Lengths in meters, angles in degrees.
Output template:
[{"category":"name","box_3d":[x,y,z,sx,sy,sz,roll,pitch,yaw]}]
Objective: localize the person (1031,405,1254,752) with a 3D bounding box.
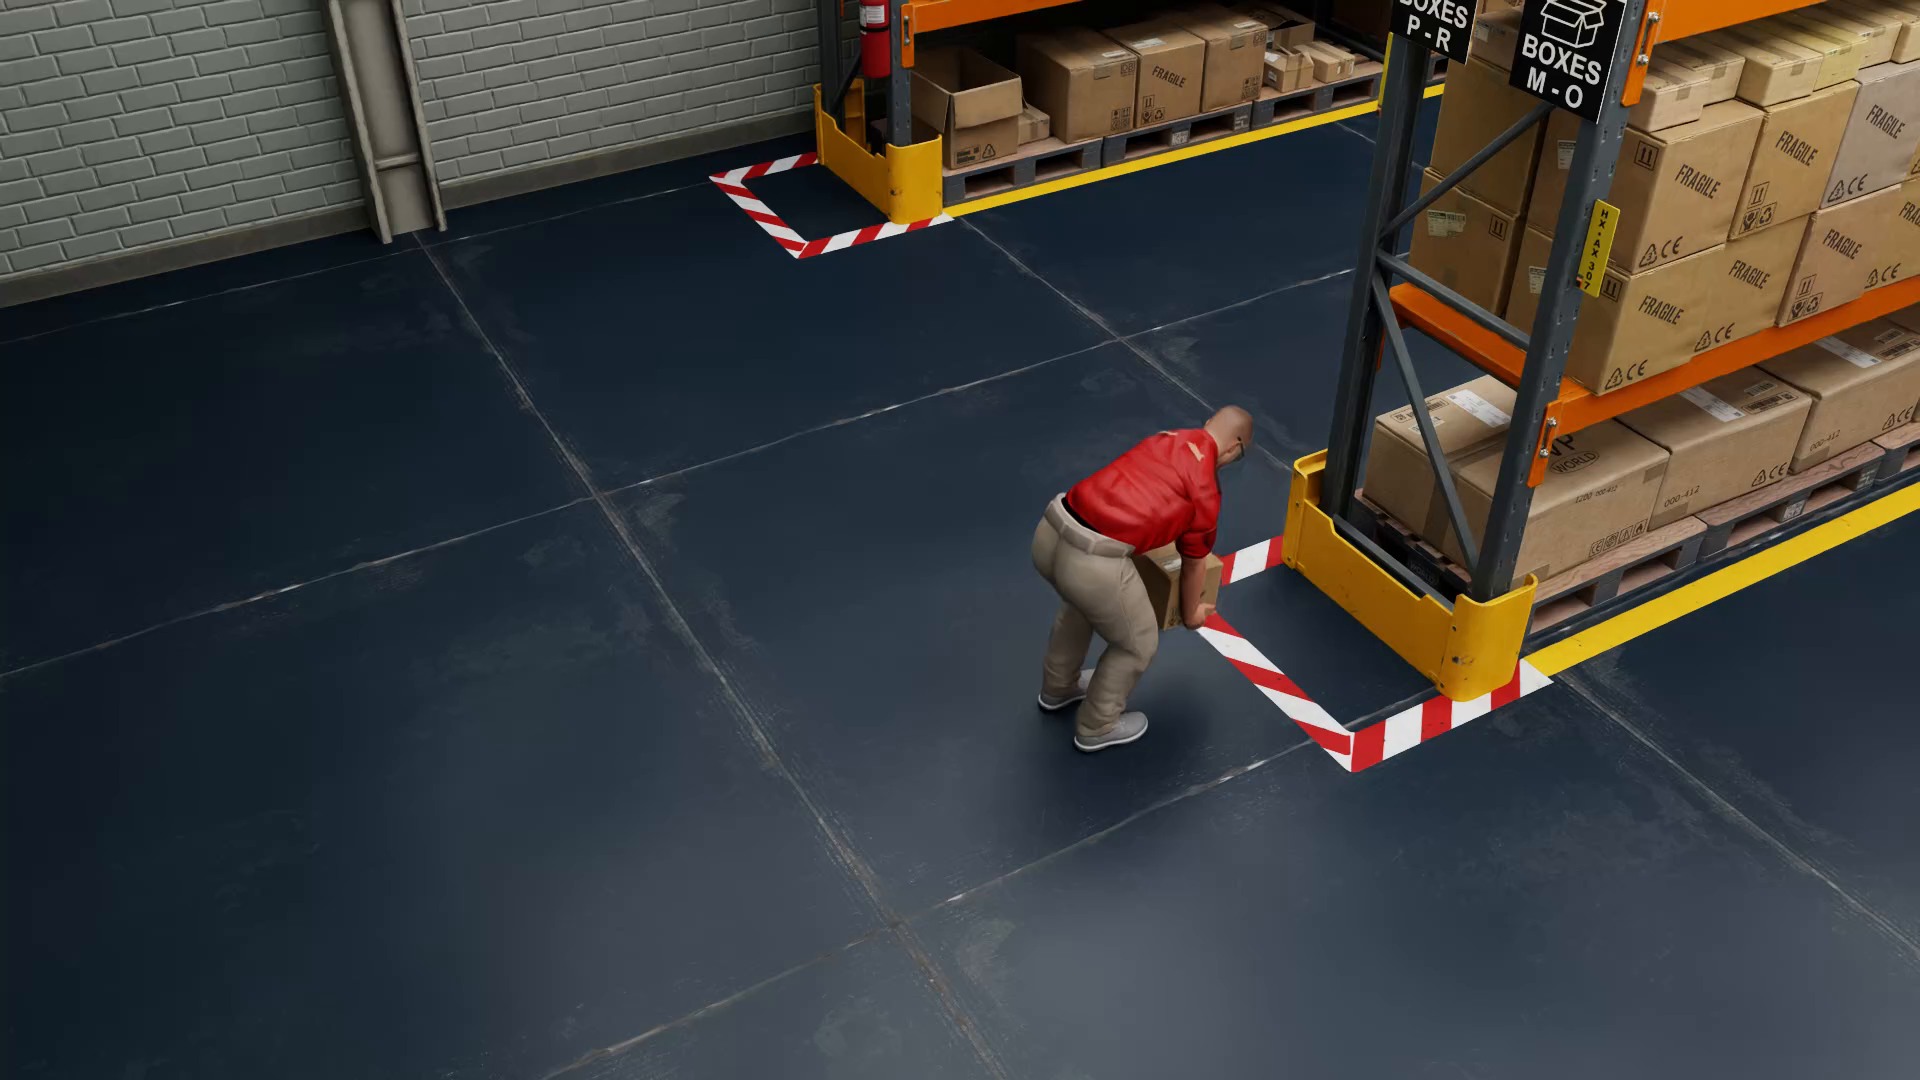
[{"category":"person","box_3d":[0.744,0.127,6.399,0.845,1.250,0.483,-20,41,-25]}]
